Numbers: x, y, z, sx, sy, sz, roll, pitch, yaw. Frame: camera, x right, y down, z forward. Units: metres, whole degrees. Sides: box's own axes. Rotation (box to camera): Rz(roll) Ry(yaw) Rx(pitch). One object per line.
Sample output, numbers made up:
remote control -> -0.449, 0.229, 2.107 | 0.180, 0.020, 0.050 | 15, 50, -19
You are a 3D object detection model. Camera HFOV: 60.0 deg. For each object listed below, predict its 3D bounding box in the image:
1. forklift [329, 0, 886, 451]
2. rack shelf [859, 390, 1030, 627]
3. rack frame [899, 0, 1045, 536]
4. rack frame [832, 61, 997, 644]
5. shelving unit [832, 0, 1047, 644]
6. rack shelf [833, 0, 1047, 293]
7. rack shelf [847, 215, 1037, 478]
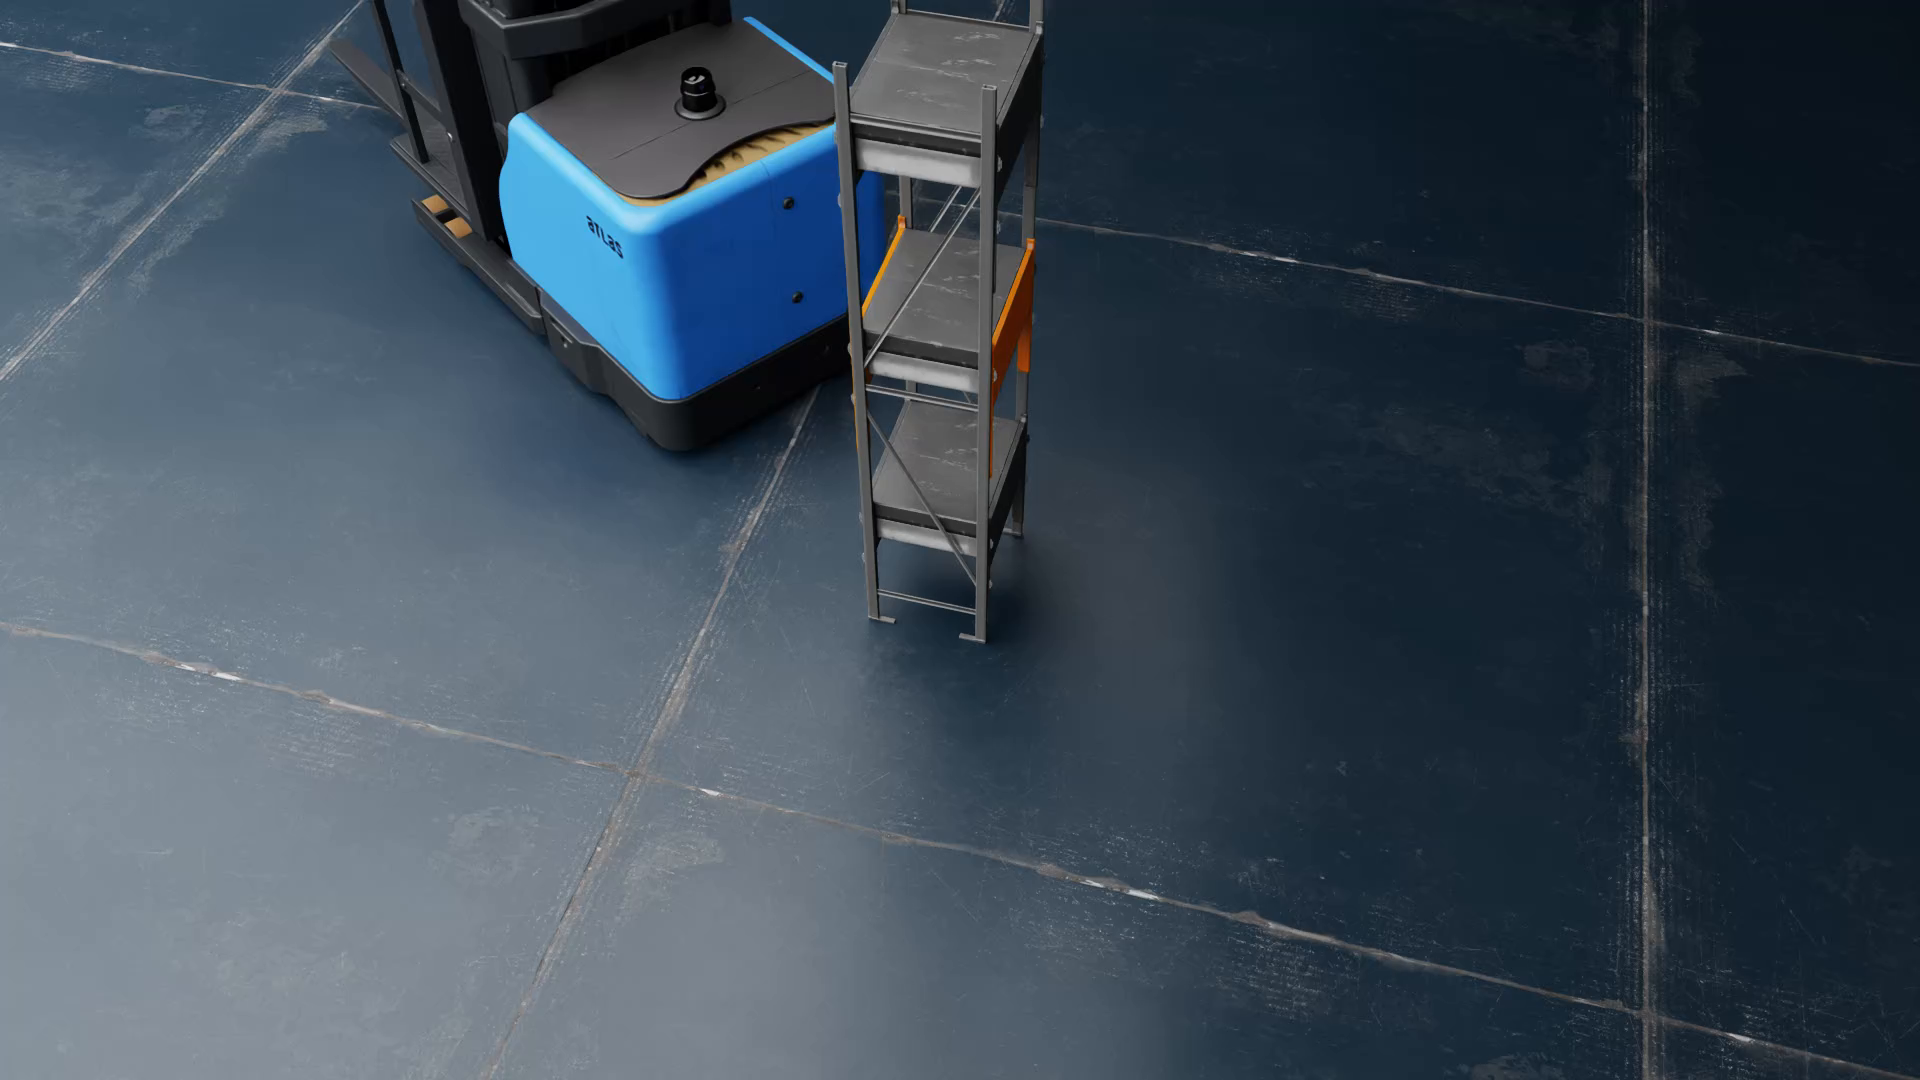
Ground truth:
forklift -> -1.584, -2.327, 5.849 | 1.130, 2.935, 3.031 | -32, 56, -25
rack shelf -> -0.044, -0.103, 5.392 | 0.431, 0.518, 0.480 | 12, 50, 10
rack frame -> 0.021, -0.752, 5.013 | 0.400, 2.100, 0.015 | 12, 50, 10
rack frame -> -0.108, -0.399, 4.701 | 0.400, 2.100, 0.015 | 12, 50, 10
shelving unit -> -0.044, -0.575, 4.857 | 0.431, 2.100, 0.503 | 12, 50, 10
rack shelf -> -0.044, -1.029, 4.342 | 0.431, 0.518, 0.480 | 12, 50, 10
rack shelf -> -0.044, -0.566, 4.867 | 0.431, 0.518, 0.480 | 12, 50, 10
